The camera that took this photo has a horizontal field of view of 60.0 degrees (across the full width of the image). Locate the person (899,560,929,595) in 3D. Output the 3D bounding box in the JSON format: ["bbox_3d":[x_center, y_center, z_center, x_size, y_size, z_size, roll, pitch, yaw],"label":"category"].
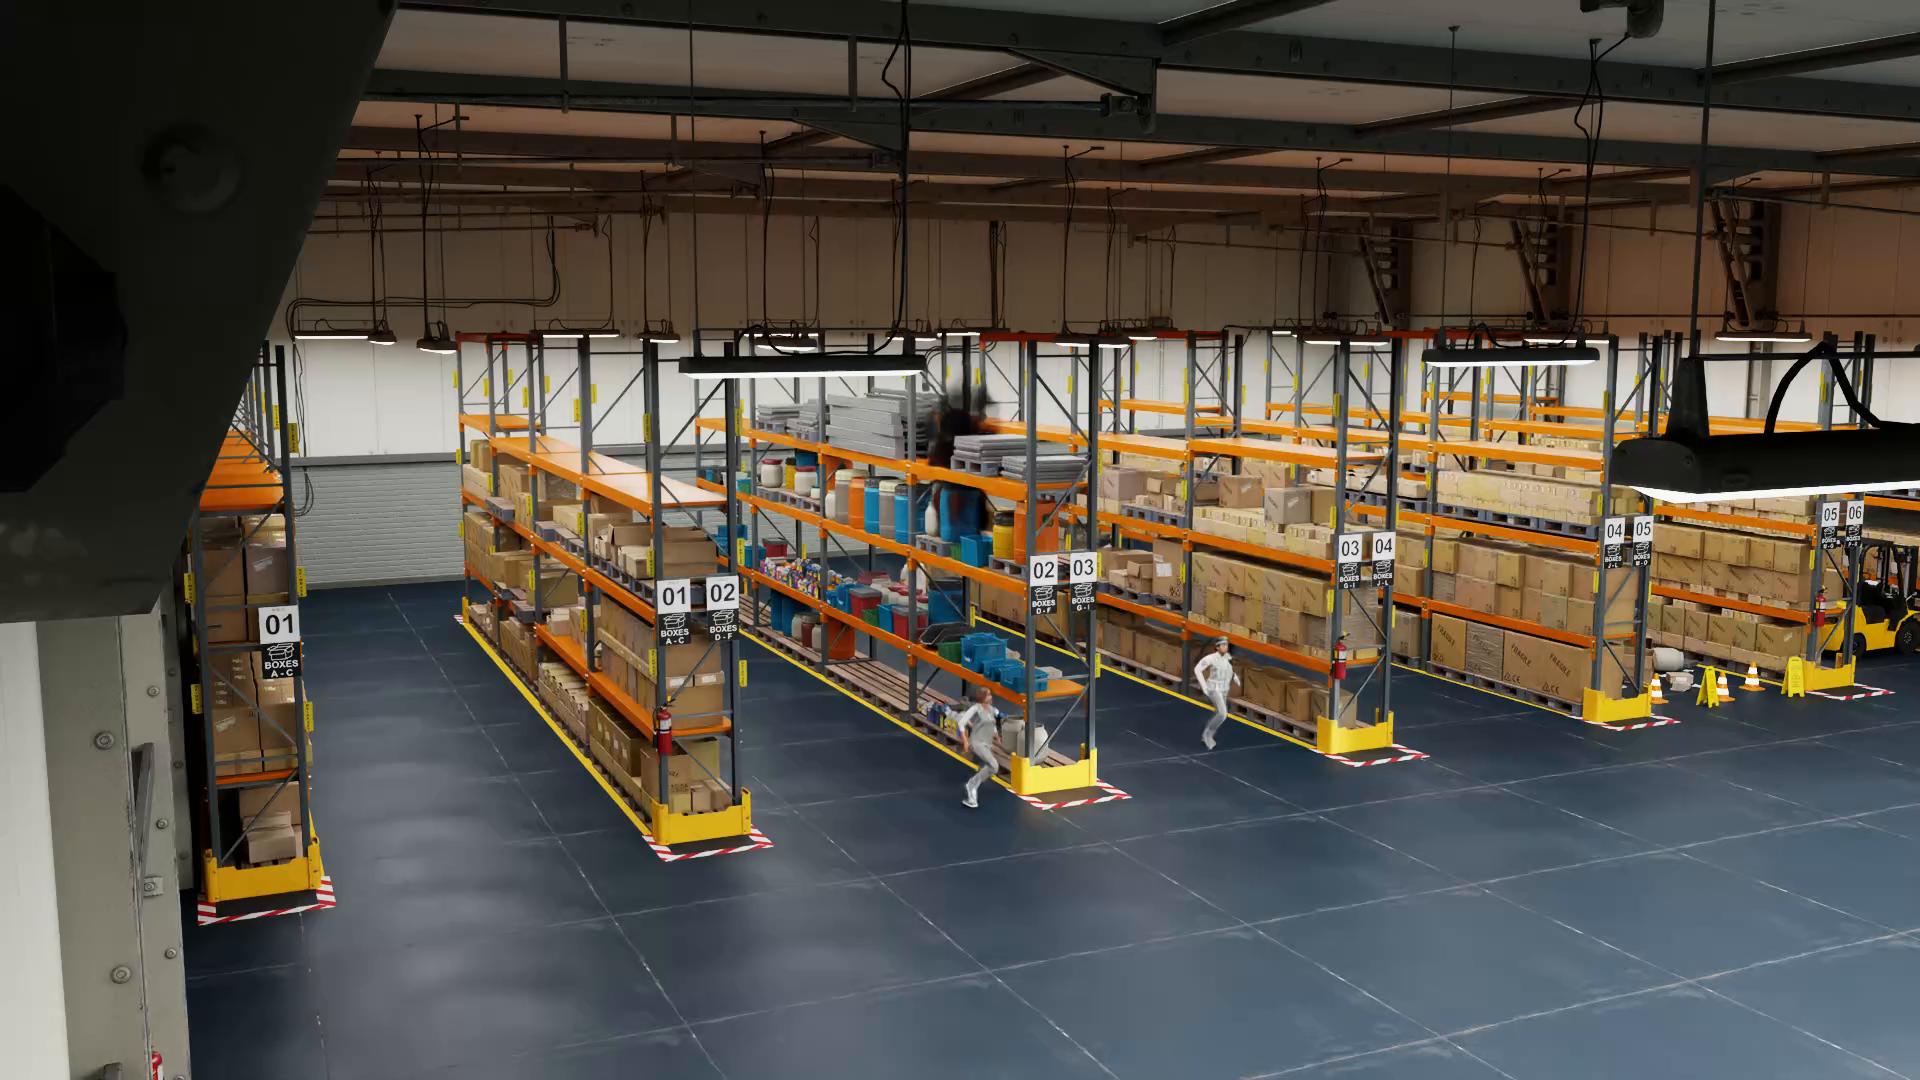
[{"bbox_3d":[-0.880,1.062,32.749,0.680,1.743,0.723,-5,9,-35],"label":"person"}]

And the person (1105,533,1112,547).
[{"bbox_3d":[3.315,0.689,35.767,0.564,1.756,0.712,-5,9,-32],"label":"person"}]

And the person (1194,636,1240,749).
[{"bbox_3d":[3.813,2.226,24.419,0.617,1.677,0.624,-6,10,-38],"label":"person"}]

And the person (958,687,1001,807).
[{"bbox_3d":[0.320,2.676,21.533,0.531,1.528,0.552,5,9,33],"label":"person"}]
